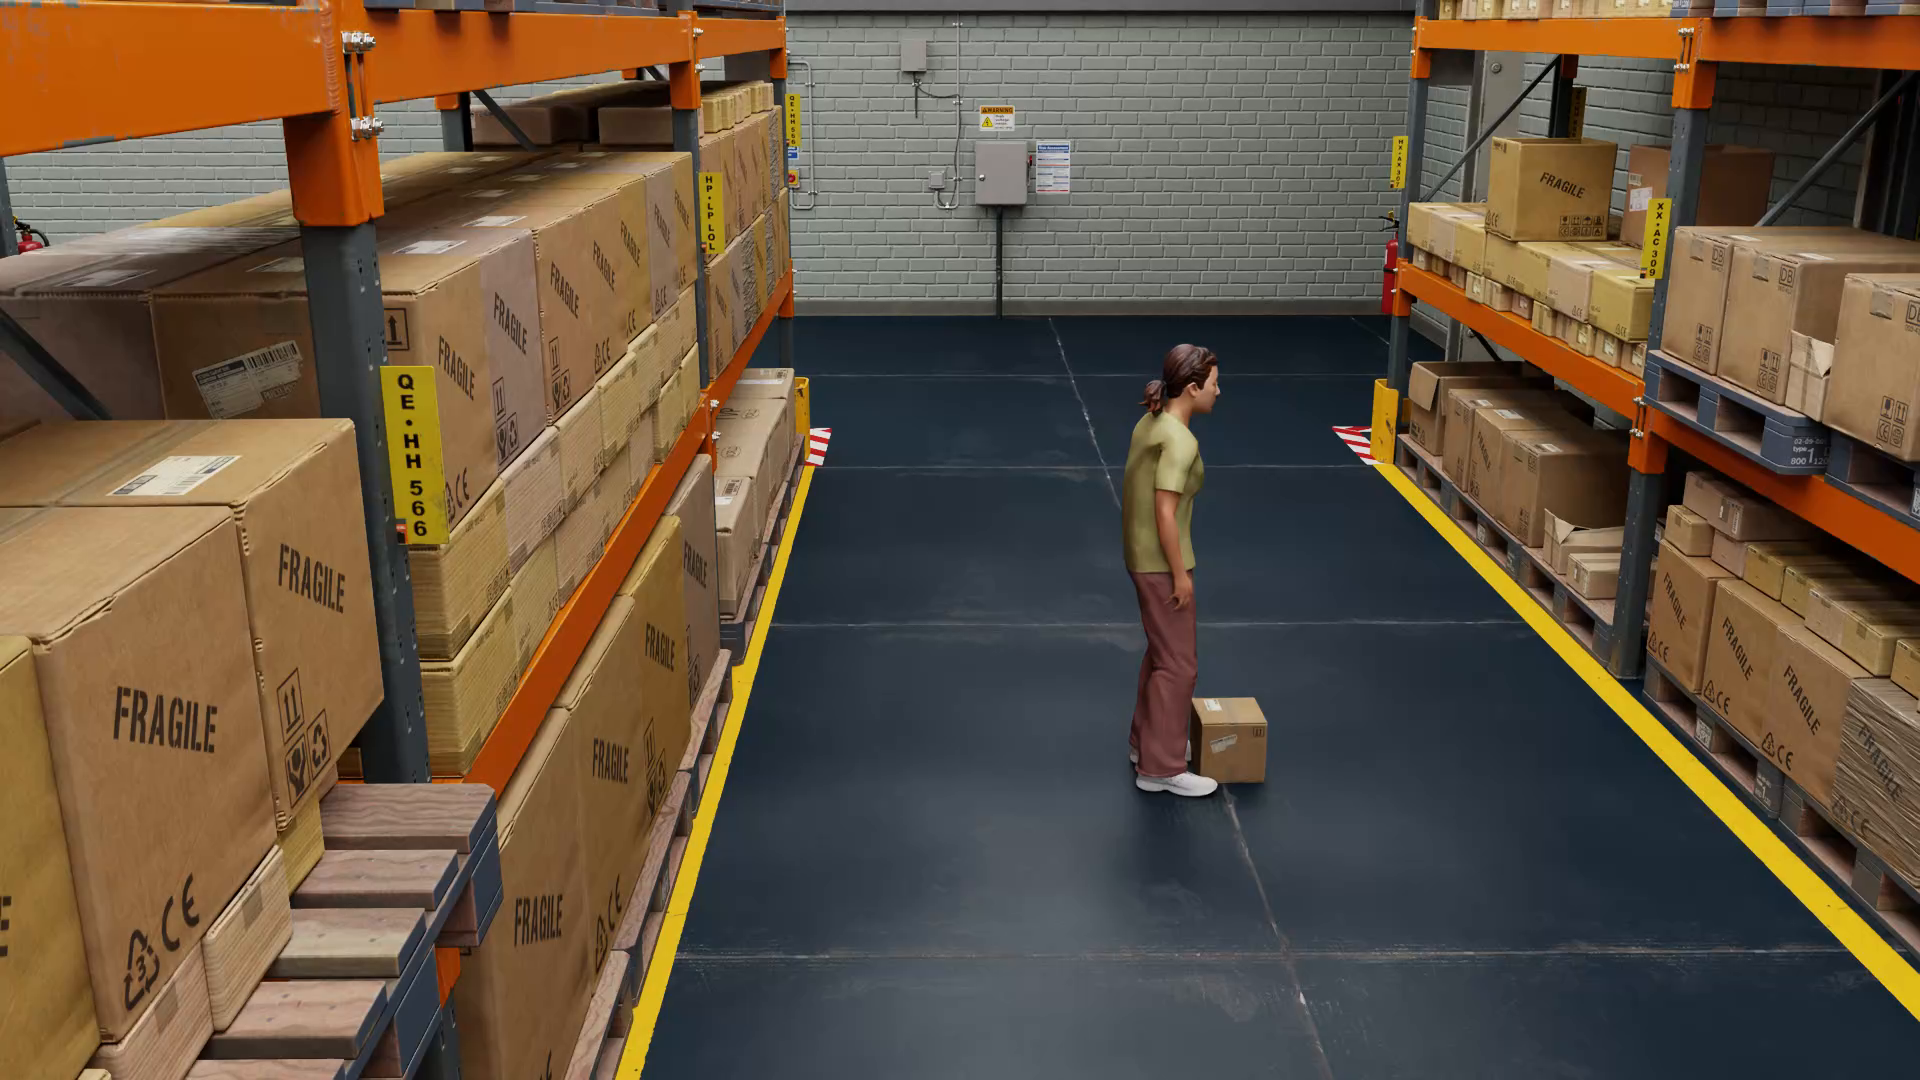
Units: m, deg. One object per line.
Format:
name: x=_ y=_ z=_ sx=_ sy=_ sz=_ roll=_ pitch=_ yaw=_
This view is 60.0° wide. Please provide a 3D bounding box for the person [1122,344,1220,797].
person: x=0.794 y=0.099 z=6.230 sx=0.375 sy=1.671 sz=0.513 roll=-1 pitch=17 yaw=-4
